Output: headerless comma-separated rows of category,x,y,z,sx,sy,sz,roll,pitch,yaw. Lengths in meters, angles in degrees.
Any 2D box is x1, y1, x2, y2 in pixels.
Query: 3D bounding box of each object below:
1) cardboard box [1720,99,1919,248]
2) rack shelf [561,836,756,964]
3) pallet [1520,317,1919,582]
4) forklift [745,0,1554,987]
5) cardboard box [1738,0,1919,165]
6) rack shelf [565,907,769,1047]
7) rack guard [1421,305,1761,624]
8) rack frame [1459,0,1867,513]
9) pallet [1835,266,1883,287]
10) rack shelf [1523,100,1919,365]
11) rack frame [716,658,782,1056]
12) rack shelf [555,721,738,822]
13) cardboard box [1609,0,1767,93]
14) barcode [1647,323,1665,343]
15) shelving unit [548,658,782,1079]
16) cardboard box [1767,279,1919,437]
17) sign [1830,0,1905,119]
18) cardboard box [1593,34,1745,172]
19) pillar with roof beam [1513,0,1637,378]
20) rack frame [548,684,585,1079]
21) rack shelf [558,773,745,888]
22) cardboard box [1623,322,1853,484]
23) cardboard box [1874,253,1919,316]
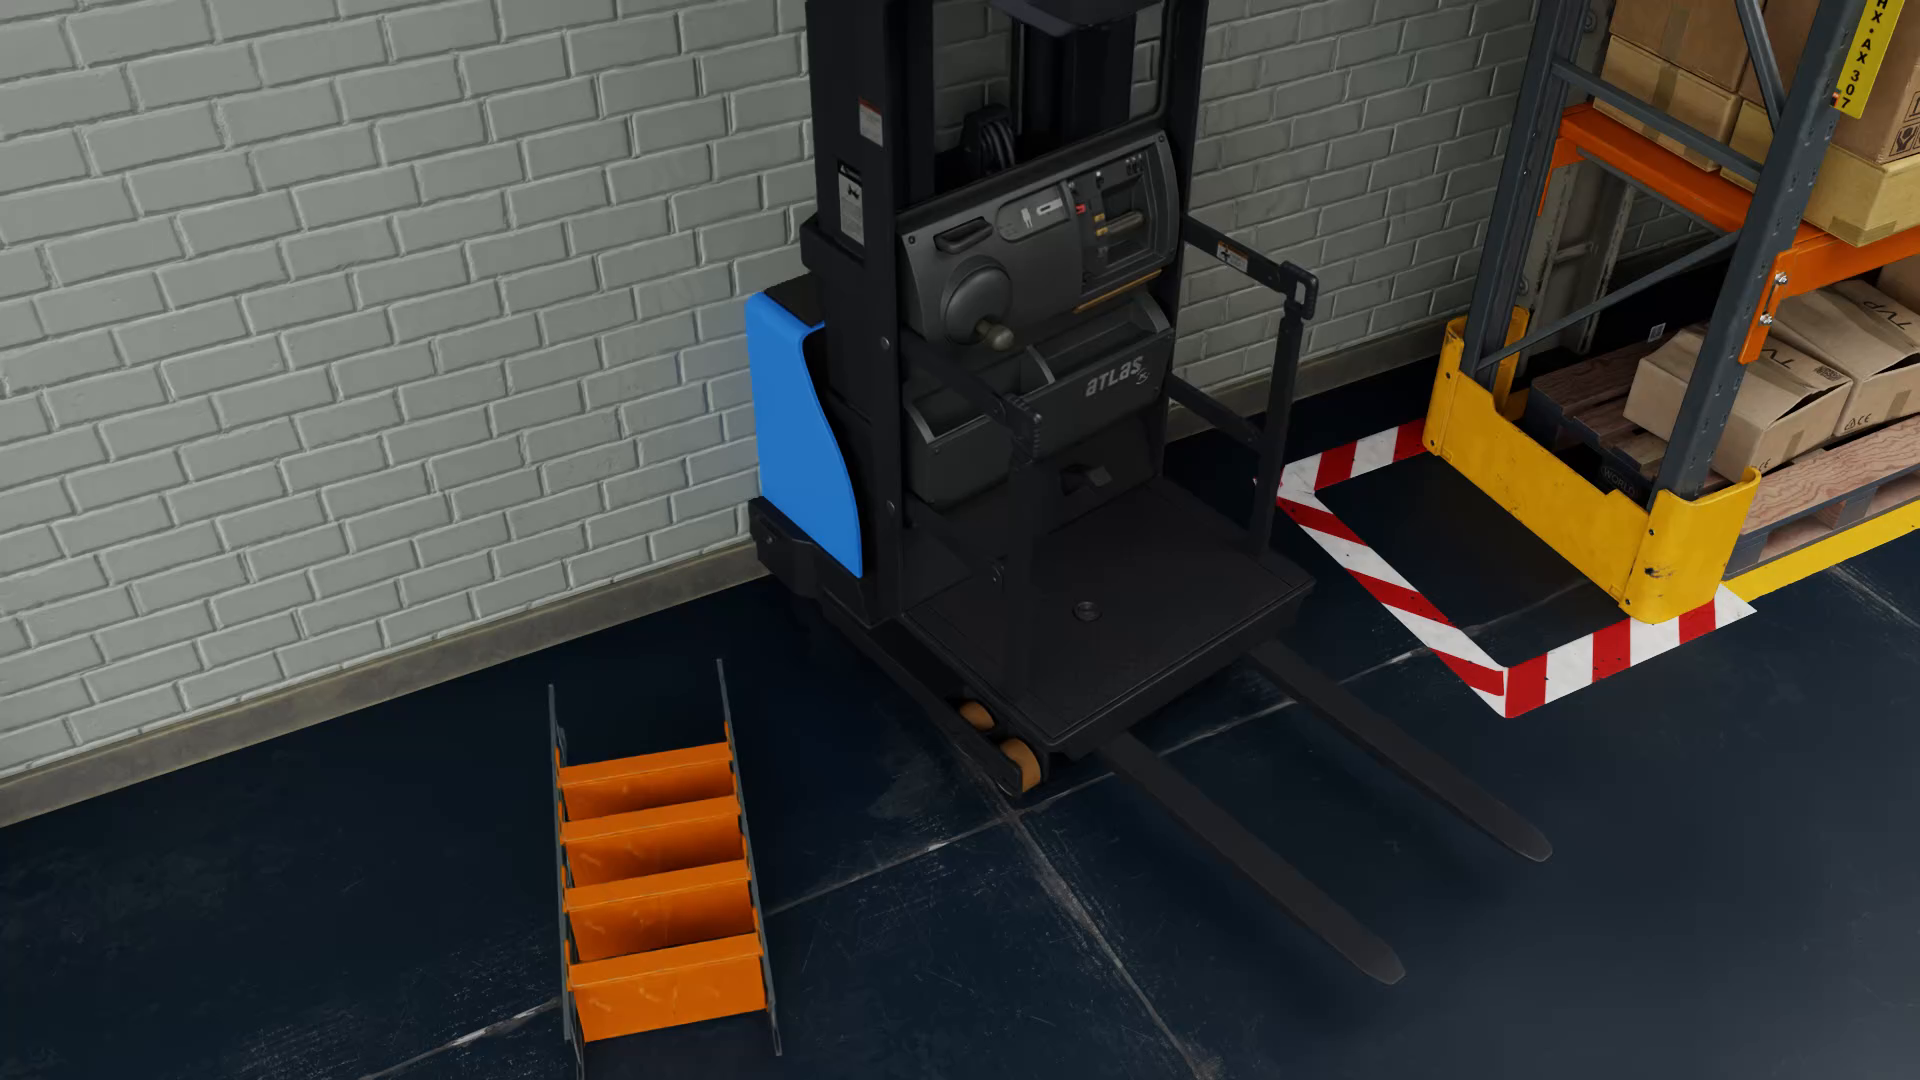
cardboard box,2.628,-1.133,4.868,0.500,0.250,0.500,-20,44,-22
rack shelf,-0.788,0.957,4.388,0.480,0.258,0.148,-8,41,-9
pallet,2.853,-0.400,6.059,1.213,0.211,1.003,-19,44,-21
forklift,0.370,-0.742,4.358,1.130,2.935,3.031,-28,47,-29
cardboard box,2.611,-1.426,4.633,0.500,0.500,0.500,-19,44,-21
rack shelf,-0.737,1.107,4.213,0.480,0.258,0.148,-8,41,-9
rack guard,2.116,-0.288,5.703,0.348,0.500,1.175,-19,44,-21
rack frame,2.048,-1.219,4.869,0.127,3.000,1.000,-19,44,-21
pallet,3.933,-0.761,6.486,1.213,0.211,1.003,-19,44,-21
rack shelf,3.822,-1.542,5.806,4.000,0.370,1.077,-19,44,-21
rack frame,-0.583,0.823,4.544,0.015,0.240,1.200,-8,41,-9
rack shelf,-0.879,0.688,4.701,0.480,0.258,0.148,-8,41,-9
cardboard box,2.368,-1.718,4.979,0.500,0.500,0.500,-19,44,-21
barcode,2.535,-0.754,6.053,0.075,0.075,0.001,-19,44,-21
shelving unit,-0.821,0.857,4.504,0.503,0.258,1.200,-8,41,-9
cardboard box,3.209,-0.686,5.979,0.500,0.311,0.500,-15,43,-17
sign,2.299,-1.239,4.222,0.005,0.325,0.100,-19,44,-21
cardboard box,2.373,-1.420,5.207,0.500,0.250,0.500,-18,43,-20
pillar with roof beam,4.258,-1.747,0.849,0.400,9.000,9.100,-19,44,-21
rack frame,-1.060,0.891,4.464,0.015,0.240,1.200,-8,41,-9
rack shelf,-0.836,0.814,4.554,0.480,0.258,0.148,-8,41,-9
cardboard box,2.703,-0.516,5.778,0.500,0.311,0.500,-24,46,-25
cardboard box,3.883,-0.949,6.143,0.500,0.500,0.700,-21,45,-23
